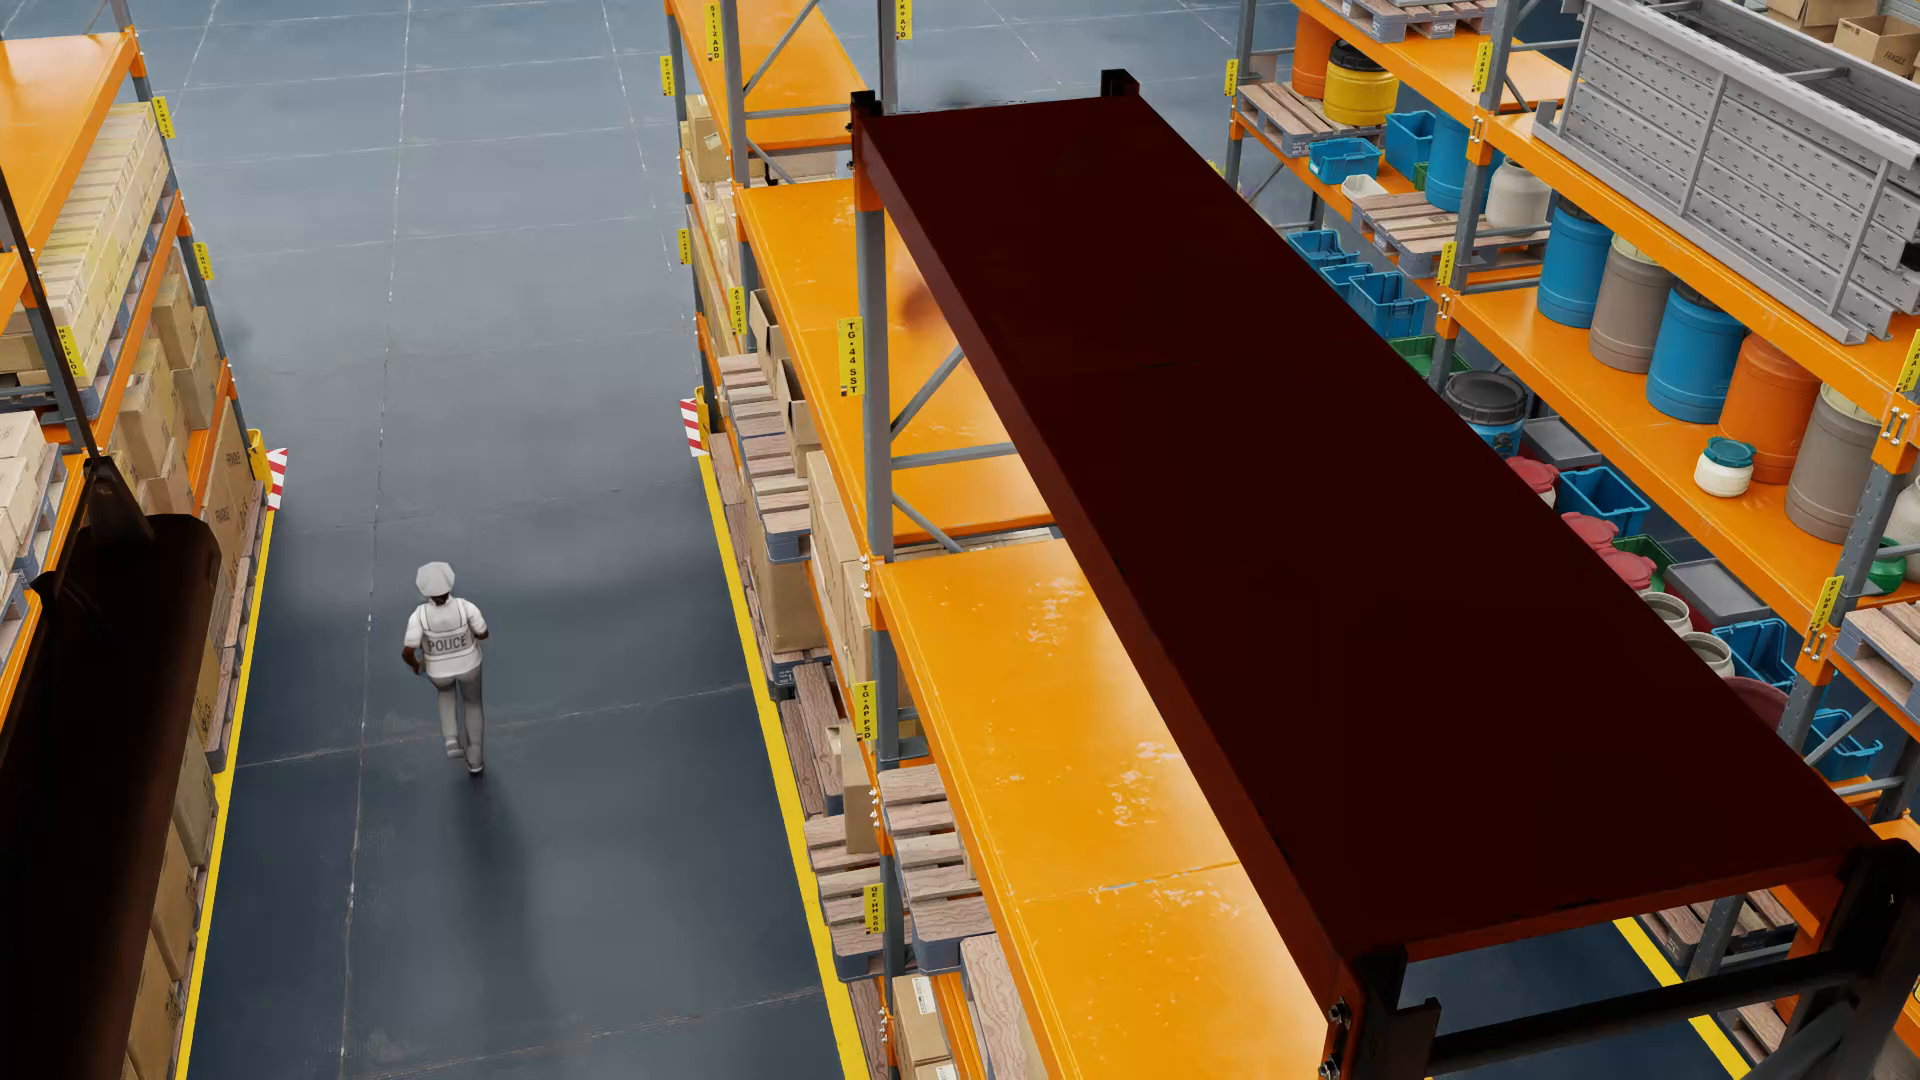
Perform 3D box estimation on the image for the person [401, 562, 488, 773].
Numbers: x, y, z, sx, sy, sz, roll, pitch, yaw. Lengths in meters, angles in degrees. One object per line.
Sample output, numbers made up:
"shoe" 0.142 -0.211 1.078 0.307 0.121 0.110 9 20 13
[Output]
"person" -3.495 0.824 11.422 0.562 1.662 0.562 -9 35 -13
